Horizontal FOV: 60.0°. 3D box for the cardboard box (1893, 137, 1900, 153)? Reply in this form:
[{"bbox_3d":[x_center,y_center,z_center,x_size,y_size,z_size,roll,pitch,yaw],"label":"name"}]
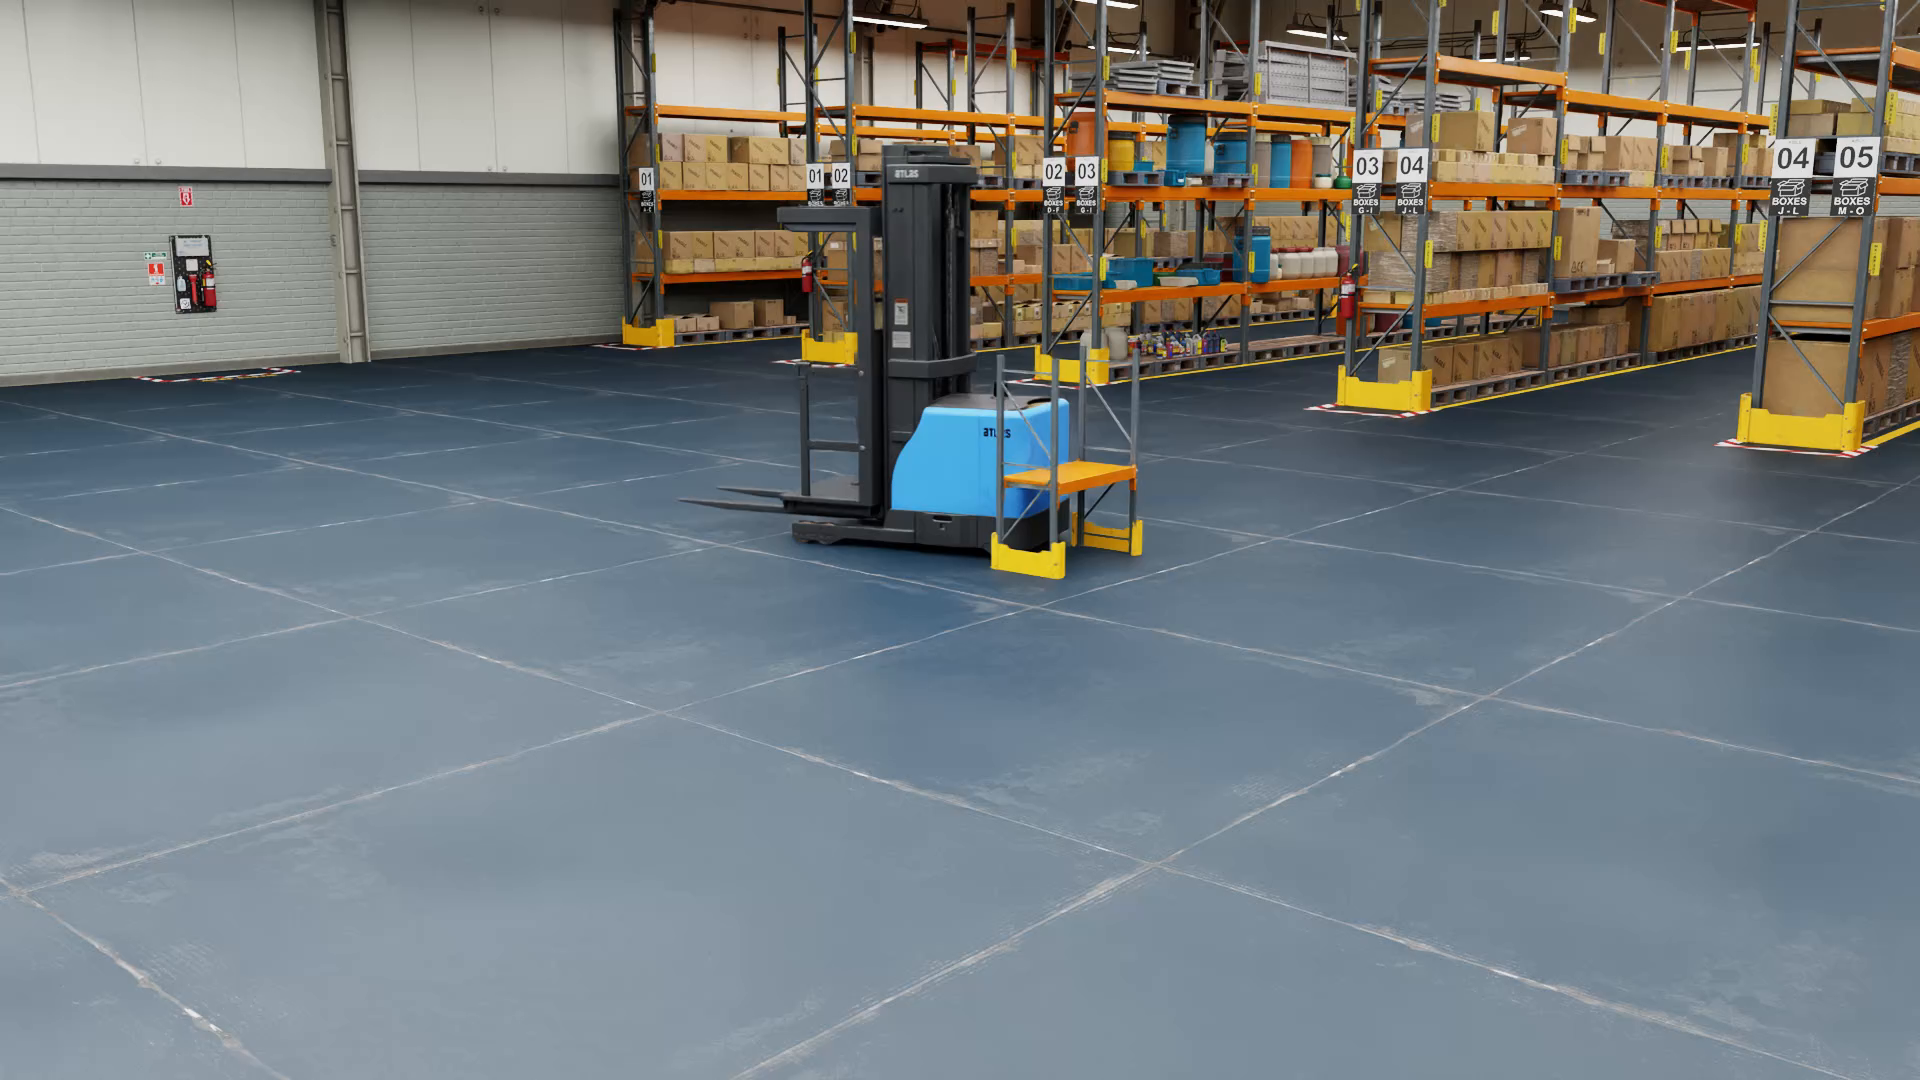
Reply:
[{"bbox_3d":[9.635,-4.148,17.475,0.380,0.149,0.250,10,15,41],"label":"cardboard box"}]

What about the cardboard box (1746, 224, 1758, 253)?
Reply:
[{"bbox_3d":[14.102,-5.469,30.144,0.500,0.500,0.500,10,15,40],"label":"cardboard box"}]

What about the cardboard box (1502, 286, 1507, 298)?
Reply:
[{"bbox_3d":[7.198,-3.373,22.581,0.380,0.149,0.250,10,15,40],"label":"cardboard box"}]

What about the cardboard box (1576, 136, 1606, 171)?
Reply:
[{"bbox_3d":[8.988,-5.666,24.425,0.797,0.503,0.637,11,15,43],"label":"cardboard box"}]

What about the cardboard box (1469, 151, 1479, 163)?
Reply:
[{"bbox_3d":[6.411,-4.903,21.307,0.380,0.149,0.250,10,15,40],"label":"cardboard box"}]

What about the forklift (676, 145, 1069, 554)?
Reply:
[{"bbox_3d":[-0.729,-1.488,12.678,3.031,2.935,1.130,5,12,22],"label":"forklift"}]

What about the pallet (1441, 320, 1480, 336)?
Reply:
[{"bbox_3d":[9.998,-4.306,33.733,1.003,0.211,1.213,10,15,40],"label":"pallet"}]

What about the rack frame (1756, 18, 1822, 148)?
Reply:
[{"bbox_3d":[15.903,-8.451,32.046,1.000,3.000,0.127,10,15,40],"label":"rack frame"}]

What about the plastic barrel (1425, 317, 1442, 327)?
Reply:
[{"bbox_3d":[9.170,-4.660,32.668,0.600,0.901,0.708,10,15,40],"label":"plastic barrel"}]

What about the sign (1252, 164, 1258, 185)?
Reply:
[{"bbox_3d":[4.667,-5.786,26.341,0.100,0.325,0.005,10,15,40],"label":"sign"}]

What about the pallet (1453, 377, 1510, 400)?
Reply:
[{"bbox_3d":[6.760,-2.092,22.646,1.003,0.211,1.213,10,15,40],"label":"pallet"}]

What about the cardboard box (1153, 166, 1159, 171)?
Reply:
[{"bbox_3d":[3.446,-7.202,33.195,0.910,0.500,0.500,10,15,40],"label":"cardboard box"}]

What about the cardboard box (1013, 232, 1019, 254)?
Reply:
[{"bbox_3d":[0.992,-6.722,37.644,0.500,0.500,0.500,10,15,42],"label":"cardboard box"}]

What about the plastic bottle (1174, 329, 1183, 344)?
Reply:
[{"bbox_3d":[3.525,-3.217,26.797,0.144,0.351,0.185,10,15,40],"label":"plastic bottle"}]

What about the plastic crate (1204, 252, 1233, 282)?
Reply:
[{"bbox_3d":[4.351,-4.526,27.548,0.402,0.464,0.583,10,15,40],"label":"plastic crate"}]

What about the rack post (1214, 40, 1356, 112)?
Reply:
[{"bbox_3d":[5.497,-7.724,27.899,1.013,1.000,3.121,10,15,40],"label":"rack post"}]

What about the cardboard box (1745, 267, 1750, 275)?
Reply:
[{"bbox_3d":[14.054,-4.875,30.102,0.380,0.149,0.250,10,15,42],"label":"cardboard box"}]

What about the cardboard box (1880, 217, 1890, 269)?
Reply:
[{"bbox_3d":[9.568,-3.244,18.155,0.875,0.550,0.550,10,15,40],"label":"cardboard box"}]

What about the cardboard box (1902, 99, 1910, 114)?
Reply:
[{"bbox_3d":[9.794,-4.575,17.576,0.380,0.149,0.250,10,15,40],"label":"cardboard box"}]

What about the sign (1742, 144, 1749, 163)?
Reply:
[{"bbox_3d":[13.677,-6.730,28.967,0.100,0.325,0.005,10,15,40],"label":"sign"}]

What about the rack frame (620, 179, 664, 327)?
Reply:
[{"bbox_3d":[-5.821,-5.076,30.467,1.000,3.000,0.127,10,15,40],"label":"rack frame"}]

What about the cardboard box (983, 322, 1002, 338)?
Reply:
[{"bbox_3d":[0.401,-3.786,29.954,0.500,0.250,0.500,10,15,40],"label":"cardboard box"}]

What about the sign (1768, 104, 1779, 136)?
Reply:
[{"bbox_3d":[8.602,-4.437,17.551,0.100,0.325,0.005,10,15,40],"label":"sign"}]

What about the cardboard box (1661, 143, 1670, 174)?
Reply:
[{"bbox_3d":[10.971,-6.158,26.891,0.797,0.503,0.637,11,16,44],"label":"cardboard box"}]

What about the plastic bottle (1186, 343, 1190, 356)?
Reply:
[{"bbox_3d":[3.545,-2.975,25.969,0.097,0.201,0.097,0,11,0],"label":"plastic bottle"}]

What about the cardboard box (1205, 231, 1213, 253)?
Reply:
[{"bbox_3d":[4.937,-6.306,35.299,0.500,0.500,0.700,-9,15,-39],"label":"cardboard box"}]

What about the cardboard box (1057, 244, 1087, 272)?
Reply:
[{"bbox_3d":[2.088,-5.413,31.899,0.500,0.500,0.500,9,14,37],"label":"cardboard box"}]

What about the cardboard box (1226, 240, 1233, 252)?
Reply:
[{"bbox_3d":[5.961,-6.357,36.627,0.500,0.500,0.500,10,15,41],"label":"cardboard box"}]

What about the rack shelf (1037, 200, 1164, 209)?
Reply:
[{"bbox_3d":[3.420,-8.254,40.556,1.077,0.370,4.000,10,15,40],"label":"rack shelf"}]

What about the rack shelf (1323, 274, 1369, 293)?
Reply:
[{"bbox_3d":[8.222,-4.914,31.490,1.077,0.370,4.000,10,15,40],"label":"rack shelf"}]

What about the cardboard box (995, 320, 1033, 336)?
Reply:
[{"bbox_3d":[0.995,-3.909,30.574,0.500,0.250,0.500,9,15,39],"label":"cardboard box"}]

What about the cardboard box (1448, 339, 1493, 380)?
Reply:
[{"bbox_3d":[6.964,-2.483,22.794,0.500,0.500,0.500,8,14,35],"label":"cardboard box"}]

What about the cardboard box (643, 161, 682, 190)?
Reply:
[{"bbox_3d":[-5.413,-6.623,30.245,0.500,0.500,0.500,10,15,42],"label":"cardboard box"}]

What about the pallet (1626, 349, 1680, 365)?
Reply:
[{"bbox_3d":[11.199,-3.070,27.545,1.003,0.211,1.213,10,15,40],"label":"pallet"}]

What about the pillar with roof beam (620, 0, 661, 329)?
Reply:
[{"bbox_3d":[-2.775,-7.676,28.168,9.100,9.000,0.548,10,15,40],"label":"pillar with roof beam"}]

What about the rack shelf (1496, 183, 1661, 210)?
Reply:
[{"bbox_3d":[9.302,-5.156,25.044,1.077,0.370,4.000,10,15,40],"label":"rack shelf"}]

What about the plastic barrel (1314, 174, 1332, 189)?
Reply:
[{"bbox_3d":[6.238,-6.158,28.578,0.301,0.262,0.301,0,11,0],"label":"plastic barrel"}]

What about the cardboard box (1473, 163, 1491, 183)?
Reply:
[{"bbox_3d":[6.519,-4.739,21.502,0.500,0.250,0.500,10,15,40],"label":"cardboard box"}]

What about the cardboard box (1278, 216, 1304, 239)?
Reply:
[{"bbox_3d":[7.366,-7.001,37.299,0.500,0.500,0.500,10,15,42],"label":"cardboard box"}]

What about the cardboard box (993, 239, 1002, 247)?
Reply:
[{"bbox_3d":[0.524,-5.324,29.797,0.380,0.149,0.250,10,15,40],"label":"cardboard box"}]

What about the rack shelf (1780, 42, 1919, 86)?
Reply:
[{"bbox_3d":[10.321,-5.186,18.557,1.077,0.370,4.000,10,15,40],"label":"rack shelf"}]

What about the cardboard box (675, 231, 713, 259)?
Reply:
[{"bbox_3d":[-4.946,-5.483,30.920,0.500,0.500,0.500,10,15,41],"label":"cardboard box"}]

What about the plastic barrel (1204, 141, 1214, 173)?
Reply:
[{"bbox_3d":[3.829,-6.077,26.464,0.421,0.512,0.421,0,11,0],"label":"plastic barrel"}]

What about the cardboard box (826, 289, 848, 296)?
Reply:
[{"bbox_3d":[-2.419,-5.198,34.421,0.500,0.250,0.500,9,15,39],"label":"cardboard box"}]

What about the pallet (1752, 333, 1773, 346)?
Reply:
[{"bbox_3d":[14.629,-3.835,31.372,1.003,0.211,1.213,10,15,40],"label":"pallet"}]

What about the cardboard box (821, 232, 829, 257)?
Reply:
[{"bbox_3d":[-2.819,-6.000,33.713,0.700,0.500,0.500,10,15,41],"label":"cardboard box"}]

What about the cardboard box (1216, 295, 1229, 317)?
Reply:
[{"bbox_3d":[5.381,-5.010,35.396,0.500,0.500,0.500,10,15,41],"label":"cardboard box"}]

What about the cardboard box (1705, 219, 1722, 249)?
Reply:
[{"bbox_3d":[12.847,-5.366,29.103,0.797,0.503,0.637,9,15,39],"label":"cardboard box"}]

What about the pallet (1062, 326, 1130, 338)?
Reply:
[{"bbox_3d":[2.611,-4.130,32.848,1.003,0.211,1.213,10,15,40],"label":"pallet"}]

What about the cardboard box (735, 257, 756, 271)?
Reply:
[{"bbox_3d":[-4.252,-5.269,31.767,0.500,0.250,0.500,10,15,41],"label":"cardboard box"}]

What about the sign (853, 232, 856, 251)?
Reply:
[{"bbox_3d":[-1.685,-4.827,26.806,0.100,0.325,0.005,10,15,40],"label":"sign"}]

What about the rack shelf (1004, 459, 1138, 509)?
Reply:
[{"bbox_3d":[0.771,-0.406,11.831,0.538,0.185,1.000,9,14,37],"label":"rack shelf"}]

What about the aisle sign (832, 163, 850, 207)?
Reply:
[{"bbox_3d":[-1.911,-5.662,26.761,0.394,0.787,0.004,10,15,40],"label":"aisle sign"}]

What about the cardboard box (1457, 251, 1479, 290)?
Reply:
[{"bbox_3d":[6.327,-3.584,21.982,0.875,0.500,0.500,10,15,40],"label":"cardboard box"}]

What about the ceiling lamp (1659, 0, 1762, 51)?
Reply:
[{"bbox_3d":[15.846,-12.023,35.027,2.000,3.185,0.800,10,15,40],"label":"ceiling lamp"}]

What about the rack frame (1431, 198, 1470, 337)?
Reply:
[{"bbox_3d":[9.542,-5.561,32.893,1.000,3.000,0.127,10,15,40],"label":"rack frame"}]

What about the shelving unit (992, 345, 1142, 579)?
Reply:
[{"bbox_3d":[0.777,-0.583,11.803,0.587,1.500,1.083,9,14,37],"label":"shelving unit"}]

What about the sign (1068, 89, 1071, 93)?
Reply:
[{"bbox_3d":[2.516,-10.212,38.277,0.100,0.325,0.005,10,15,40],"label":"sign"}]
